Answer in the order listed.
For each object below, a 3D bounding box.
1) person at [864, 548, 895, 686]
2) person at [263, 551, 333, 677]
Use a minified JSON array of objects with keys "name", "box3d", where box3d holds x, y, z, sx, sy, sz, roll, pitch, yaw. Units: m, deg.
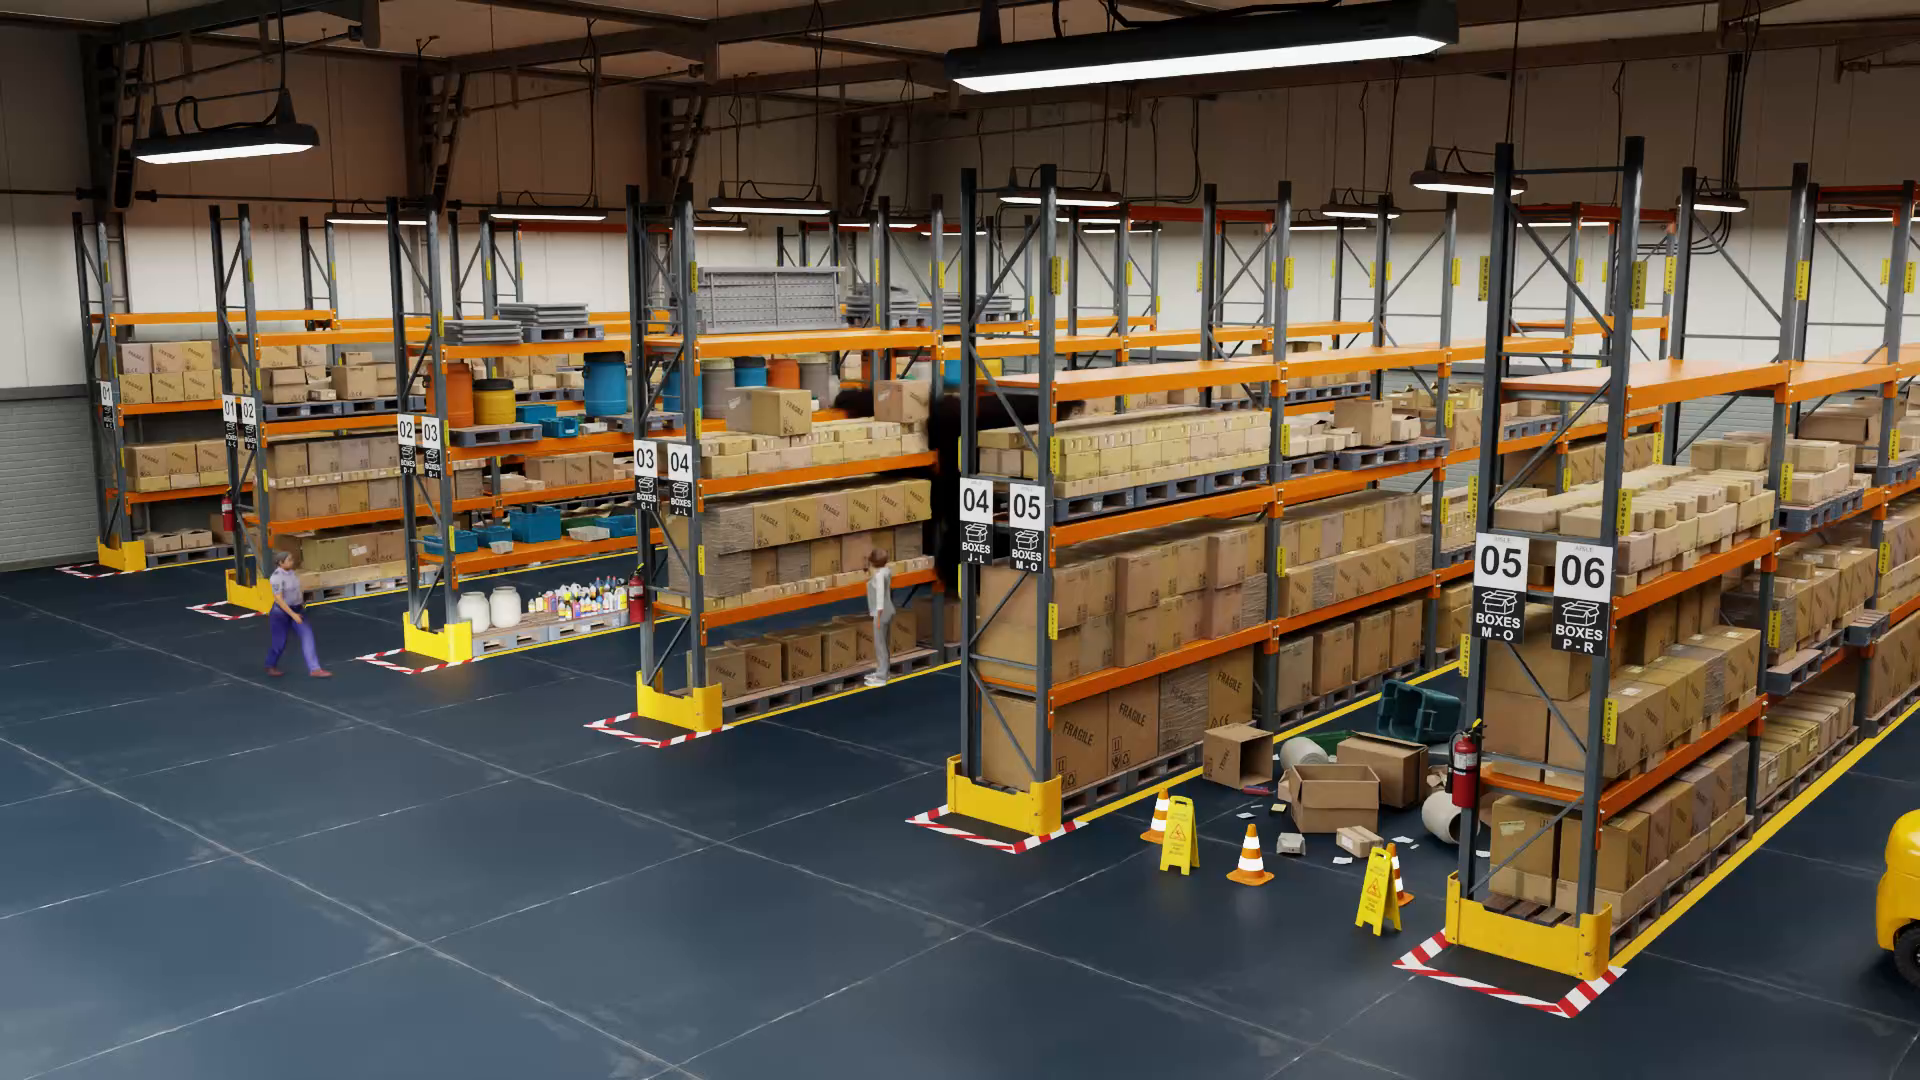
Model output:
[{"name":"person","box3d":[-0.945,0.882,19.306,0.380,1.601,0.459,1,10,6]},{"name":"person","box3d":[-8.366,0.927,20.773,0.914,1.597,0.479,4,10,24]}]
